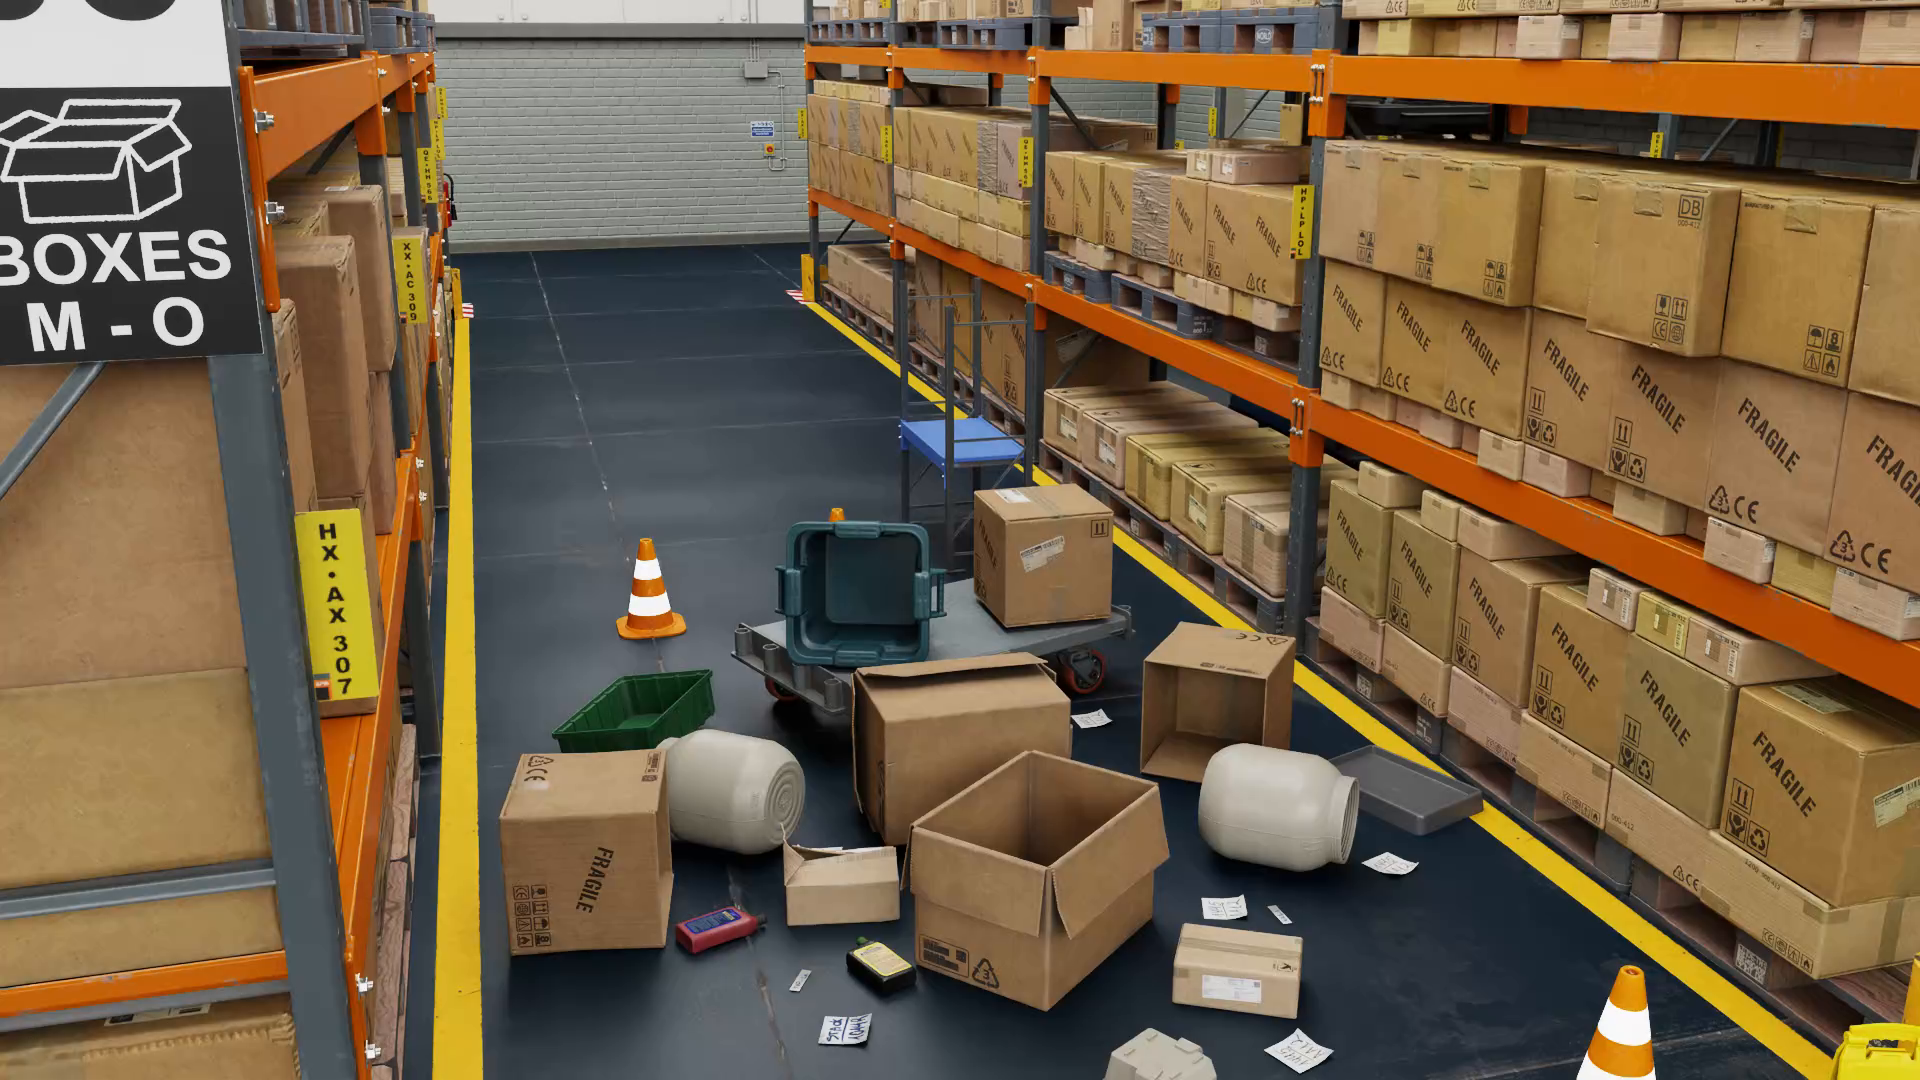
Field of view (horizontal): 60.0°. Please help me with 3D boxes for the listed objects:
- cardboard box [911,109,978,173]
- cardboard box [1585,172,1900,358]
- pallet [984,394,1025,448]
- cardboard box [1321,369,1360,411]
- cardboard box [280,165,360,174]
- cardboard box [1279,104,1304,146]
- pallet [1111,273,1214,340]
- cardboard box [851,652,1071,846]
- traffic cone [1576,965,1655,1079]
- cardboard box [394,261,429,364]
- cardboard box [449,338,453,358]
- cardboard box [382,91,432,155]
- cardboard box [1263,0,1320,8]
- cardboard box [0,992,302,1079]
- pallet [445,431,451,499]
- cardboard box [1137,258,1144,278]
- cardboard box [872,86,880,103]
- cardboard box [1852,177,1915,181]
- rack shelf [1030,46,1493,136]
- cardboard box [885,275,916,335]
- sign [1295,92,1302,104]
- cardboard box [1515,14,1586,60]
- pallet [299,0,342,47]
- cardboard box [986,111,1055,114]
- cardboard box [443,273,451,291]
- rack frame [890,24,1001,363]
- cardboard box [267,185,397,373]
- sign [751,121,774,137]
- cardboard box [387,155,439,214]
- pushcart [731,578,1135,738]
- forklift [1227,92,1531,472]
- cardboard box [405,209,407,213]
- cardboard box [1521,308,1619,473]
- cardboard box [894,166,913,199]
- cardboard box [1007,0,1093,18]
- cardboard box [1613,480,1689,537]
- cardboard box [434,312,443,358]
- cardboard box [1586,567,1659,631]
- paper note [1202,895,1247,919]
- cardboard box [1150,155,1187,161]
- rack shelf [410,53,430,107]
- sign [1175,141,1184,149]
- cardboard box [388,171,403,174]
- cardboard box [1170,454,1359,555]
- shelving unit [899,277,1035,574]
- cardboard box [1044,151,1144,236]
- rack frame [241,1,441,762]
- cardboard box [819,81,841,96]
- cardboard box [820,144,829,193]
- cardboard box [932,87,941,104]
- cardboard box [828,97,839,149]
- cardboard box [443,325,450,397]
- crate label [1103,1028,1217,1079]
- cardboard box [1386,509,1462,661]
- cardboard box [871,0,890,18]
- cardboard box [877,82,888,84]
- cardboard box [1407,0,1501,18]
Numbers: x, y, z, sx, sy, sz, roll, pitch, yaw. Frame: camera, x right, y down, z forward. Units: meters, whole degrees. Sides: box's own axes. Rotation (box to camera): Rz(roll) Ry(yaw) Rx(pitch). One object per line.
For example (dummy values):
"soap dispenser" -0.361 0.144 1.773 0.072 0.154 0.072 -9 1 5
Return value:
"cardboard box" -0.113 -3.379 14.074 0.500 0.500 0.500 -5 17 -16
"cardboard box" 2.452 -0.882 5.247 0.700 0.500 0.500 -5 17 -16
"pallet" 0.831 -0.917 12.638 1.003 0.211 1.213 -5 17 -15
"cardboard box" 1.853 -0.689 7.469 0.380 0.149 0.250 -5 17 -16
"cardboard box" -3.081 -1.448 7.648 0.700 0.500 0.500 -5 17 -15
"cardboard box" 3.826 -4.503 18.169 0.500 0.500 0.500 -4 17 -14
"pallet" 1.558 -1.392 9.706 1.003 0.211 1.213 -5 17 -15
"cardboard box" -0.008 0.771 6.274 0.797 0.637 0.503 -5 17 -15
"traffic cone" 1.815 1.382 4.545 0.336 0.463 0.334 -5 17 -15
"cardboard box" -2.957 -1.136 8.346 0.500 0.500 0.500 -4 17 -14
"cardboard box" -4.647 -1.677 14.548 0.380 0.149 0.250 -5 18 -18
"cardboard box" -4.746 -3.529 14.057 0.500 0.500 0.500 -4 17 -14
"cardboard box" 1.775 -2.638 7.837 0.500 0.250 0.500 -5 17 -16
"cardboard box" -1.808 1.238 3.580 0.875 0.875 0.875 -5 17 -15
"pallet" -3.970 -0.490 11.216 1.003 0.211 1.213 -5 17 -15
"cardboard box" 1.274 -1.631 9.875 0.380 0.149 0.250 -4 17 -13
"cardboard box" -0.629 -4.252 15.854 0.380 0.149 0.250 -5 17 -16
"cardboard box" 6.354 -2.426 11.512 0.380 0.149 0.250 -5 17 -16
"rack shelf" 1.525 -2.567 9.321 1.077 0.370 4.000 -5 17 -15
"cardboard box" -0.194 -2.291 16.089 0.875 0.438 0.875 -5 17 -16
"sign" 4.087 -5.379 20.083 0.100 0.325 0.005 -5 17 -15
"cardboard box" 2.194 -1.769 5.850 0.380 0.149 0.250 -5 17 -16
"pallet" -2.111 -1.333 4.115 1.003 0.211 1.213 -5 17 -15
"cardboard box" 0.510 -3.274 13.724 0.500 0.500 0.500 -4 17 -14
"cardboard box" -5.221 -2.534 16.366 0.380 0.149 0.250 -4 17 -13
"rack frame" -0.124 -3.135 15.174 1.000 3.000 0.127 -5 17 -15
"cardboard box" -2.326 -0.844 5.410 0.875 0.550 0.550 -5 17 -15
"sign" -2.859 -5.942 24.049 0.327 0.218 0.001 -5 17 -15
"cardboard box" -4.750 -3.063 14.244 0.500 0.500 0.500 -5 17 -16
"pushcart" -0.104 0.528 7.539 1.648 0.377 0.936 -12 20 -34
"forklift" 2.837 -1.743 10.660 1.130 2.935 3.031 -4 17 -14
"cardboard box" -3.773 -2.057 10.775 0.380 0.149 0.250 -4 17 -13
"cardboard box" 2.371 -0.553 5.890 0.500 0.500 0.500 -4 17 -15
"cardboard box" -0.274 -3.158 14.644 0.500 0.250 0.500 -5 17 -17
"cardboard box" 0.726 -3.808 11.292 0.797 0.503 0.637 -6 18 -19
"cardboard box" 2.446 -0.130 5.608 0.380 0.149 0.250 -5 17 -16
"cardboard box" -3.976 -1.460 11.911 0.500 0.250 0.500 -5 17 -15
"cardboard box" 2.400 0.190 5.723 0.380 0.149 0.250 -4 17 -13
"paper note" 0.911 1.261 5.721 0.148 0.019 0.142 1 17 4
"cardboard box" 1.520 -2.174 10.555 0.500 0.500 0.500 -5 17 -16
"rack shelf" -4.306 -3.254 11.609 1.077 0.370 4.000 -5 17 -15
"sign" 1.494 -2.591 11.487 0.100 0.325 0.005 -5 17 -15
"cardboard box" -4.125 -2.551 11.902 0.380 0.149 0.250 -5 17 -16
"cardboard box" 1.727 -0.208 9.269 0.950 0.372 0.625 -4 17 -12
"shelving unit" 0.023 -0.695 9.658 0.538 1.500 1.048 -5 17 -15
"cardboard box" 0.876 -2.277 10.898 0.500 0.500 0.500 -5 17 -17
"rack frame" -2.657 -0.503 6.412 1.000 3.000 0.127 -5 17 -15
"cardboard box" -1.290 -4.811 17.714 0.380 0.149 0.250 -4 17 -14
"cardboard box" -1.202 -3.996 17.867 0.500 0.500 0.500 -5 17 -16
"cardboard box" -0.047 -4.150 15.513 0.380 0.149 0.250 -4 17 -14
"cardboard box" -1.068 -4.329 17.237 0.500 0.500 0.500 -5 17 -16
"cardboard box" -4.270 -1.393 12.990 0.500 0.500 0.500 -5 17 -17
"crate label" 0.566 1.508 4.695 0.298 0.136 0.250 16 23 42
"cardboard box" 2.135 0.166 6.930 0.500 0.500 0.500 -4 17 -13
"cardboard box" -0.607 -4.907 15.191 0.396 0.266 0.258 -4 17 -13
"cardboard box" -0.654 -4.711 17.383 0.380 0.149 0.250 -5 17 -16
"cardboard box" 2.083 -2.144 6.405 0.500 0.250 0.500 -5 17 -16
